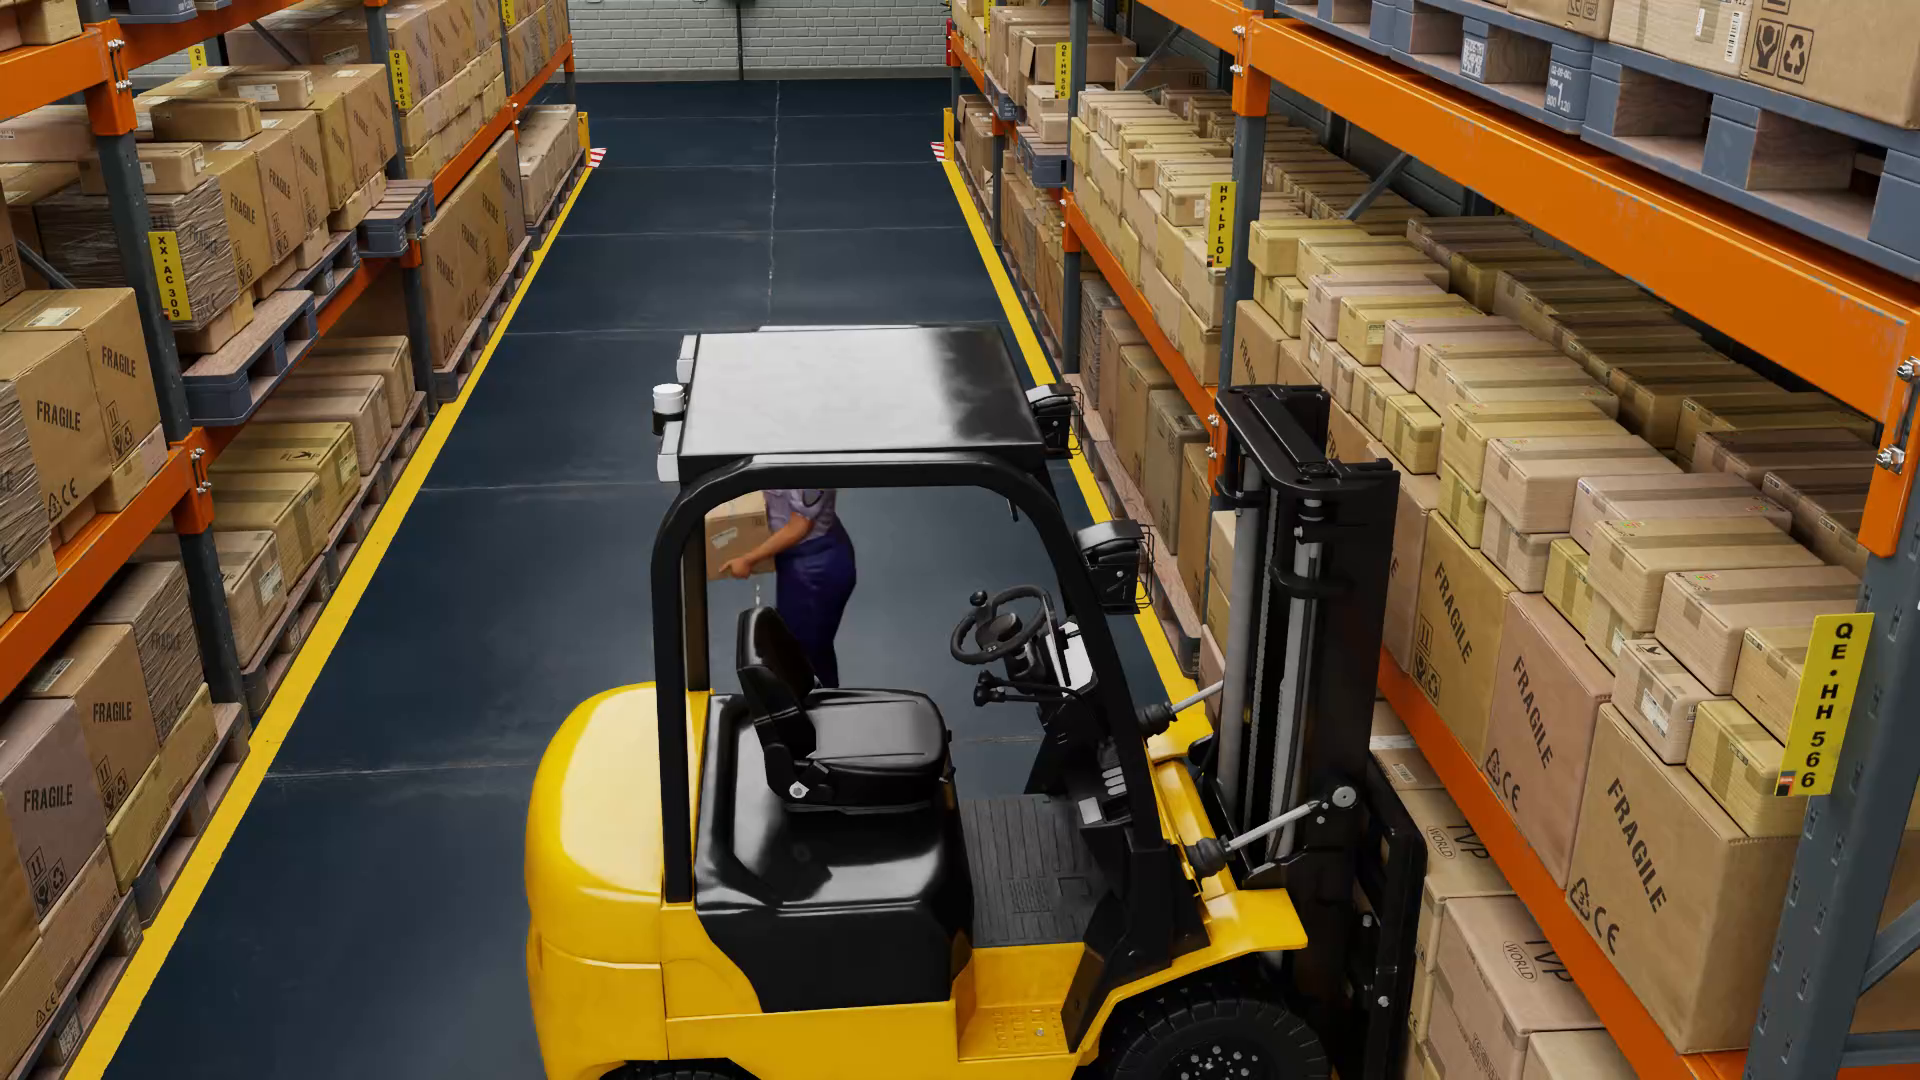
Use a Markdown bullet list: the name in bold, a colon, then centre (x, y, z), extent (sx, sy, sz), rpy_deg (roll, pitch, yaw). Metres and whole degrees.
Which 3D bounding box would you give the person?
- **person**: centre (-0.654, 0.124, 6.347), extent (0.514, 1.638, 0.454), rpy_deg (-2, 24, -5)
